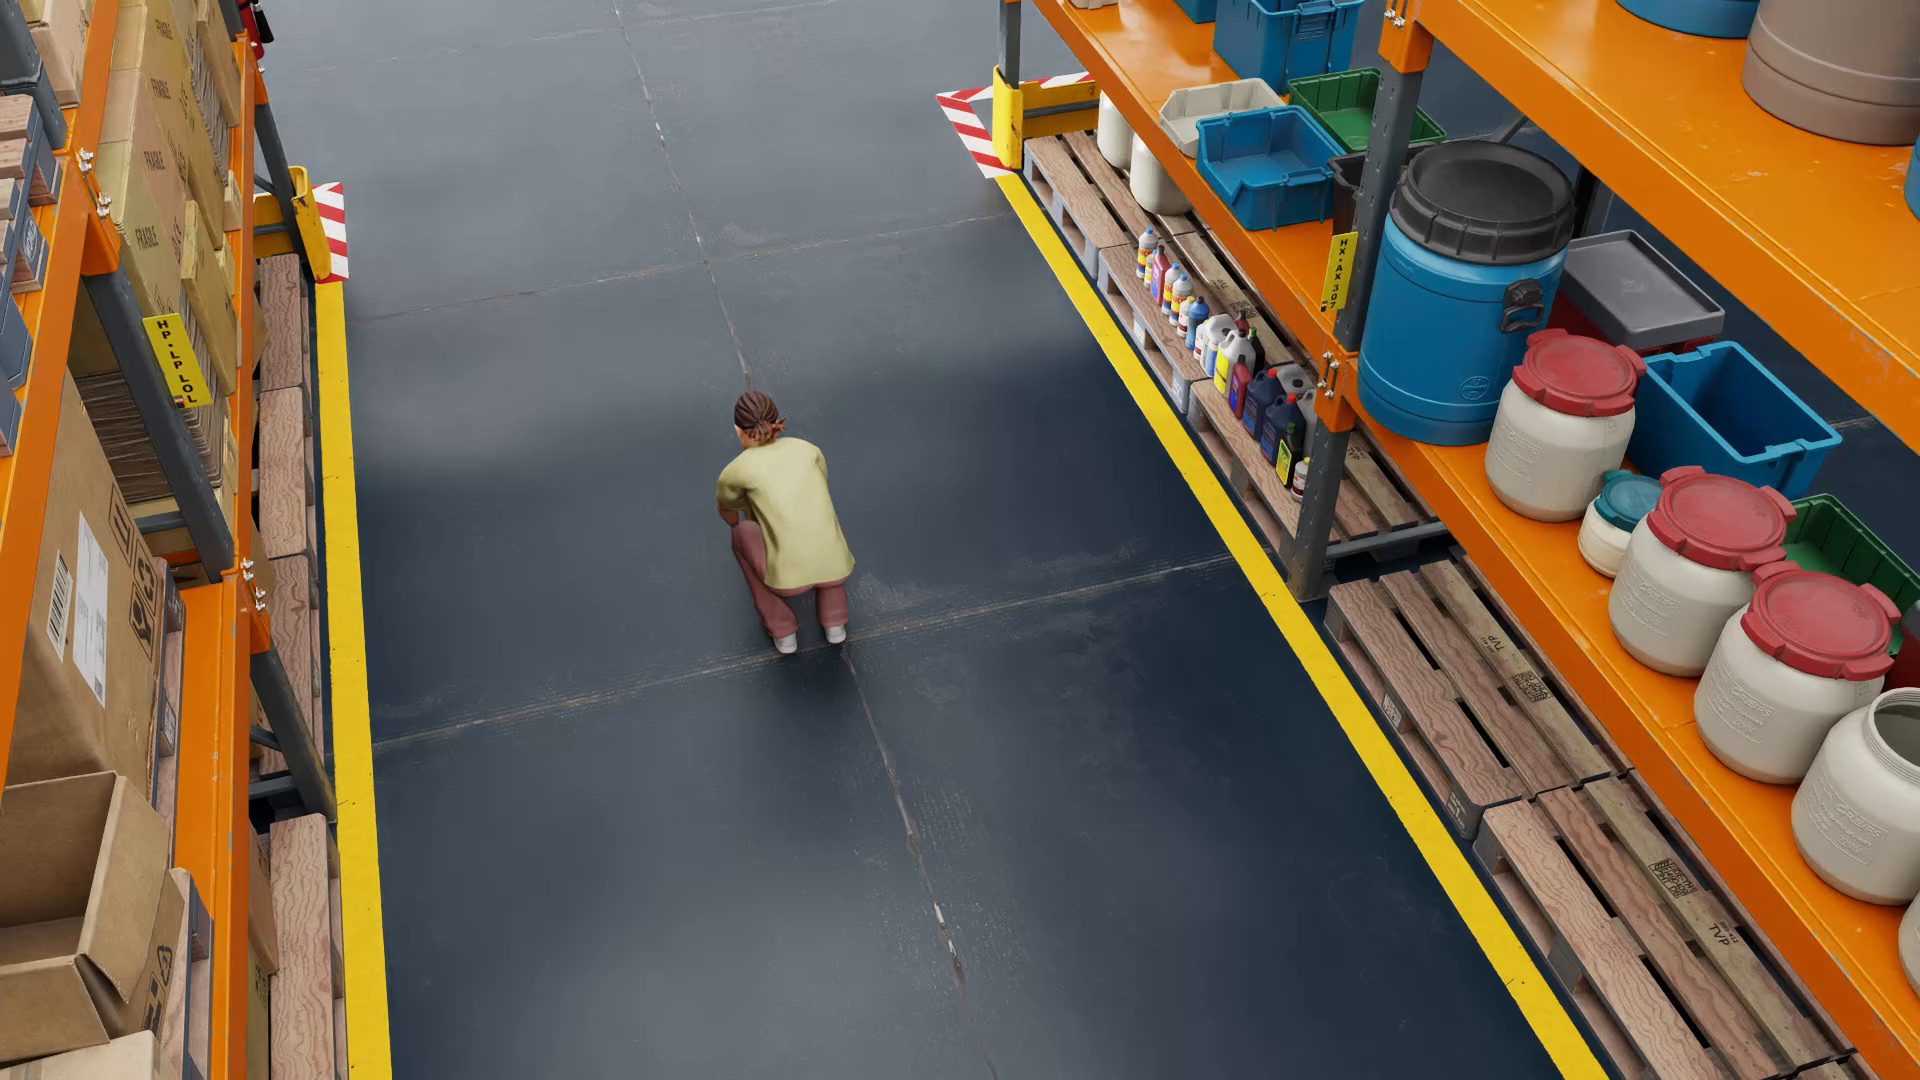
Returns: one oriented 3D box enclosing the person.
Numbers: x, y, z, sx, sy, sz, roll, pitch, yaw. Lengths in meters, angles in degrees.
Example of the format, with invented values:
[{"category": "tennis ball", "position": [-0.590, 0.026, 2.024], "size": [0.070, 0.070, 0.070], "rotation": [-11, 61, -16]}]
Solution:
[{"category": "person", "position": [-0.715, -0.060, 6.759], "size": [0.491, 0.962, 0.792], "rotation": [-12, 44, -13]}]
